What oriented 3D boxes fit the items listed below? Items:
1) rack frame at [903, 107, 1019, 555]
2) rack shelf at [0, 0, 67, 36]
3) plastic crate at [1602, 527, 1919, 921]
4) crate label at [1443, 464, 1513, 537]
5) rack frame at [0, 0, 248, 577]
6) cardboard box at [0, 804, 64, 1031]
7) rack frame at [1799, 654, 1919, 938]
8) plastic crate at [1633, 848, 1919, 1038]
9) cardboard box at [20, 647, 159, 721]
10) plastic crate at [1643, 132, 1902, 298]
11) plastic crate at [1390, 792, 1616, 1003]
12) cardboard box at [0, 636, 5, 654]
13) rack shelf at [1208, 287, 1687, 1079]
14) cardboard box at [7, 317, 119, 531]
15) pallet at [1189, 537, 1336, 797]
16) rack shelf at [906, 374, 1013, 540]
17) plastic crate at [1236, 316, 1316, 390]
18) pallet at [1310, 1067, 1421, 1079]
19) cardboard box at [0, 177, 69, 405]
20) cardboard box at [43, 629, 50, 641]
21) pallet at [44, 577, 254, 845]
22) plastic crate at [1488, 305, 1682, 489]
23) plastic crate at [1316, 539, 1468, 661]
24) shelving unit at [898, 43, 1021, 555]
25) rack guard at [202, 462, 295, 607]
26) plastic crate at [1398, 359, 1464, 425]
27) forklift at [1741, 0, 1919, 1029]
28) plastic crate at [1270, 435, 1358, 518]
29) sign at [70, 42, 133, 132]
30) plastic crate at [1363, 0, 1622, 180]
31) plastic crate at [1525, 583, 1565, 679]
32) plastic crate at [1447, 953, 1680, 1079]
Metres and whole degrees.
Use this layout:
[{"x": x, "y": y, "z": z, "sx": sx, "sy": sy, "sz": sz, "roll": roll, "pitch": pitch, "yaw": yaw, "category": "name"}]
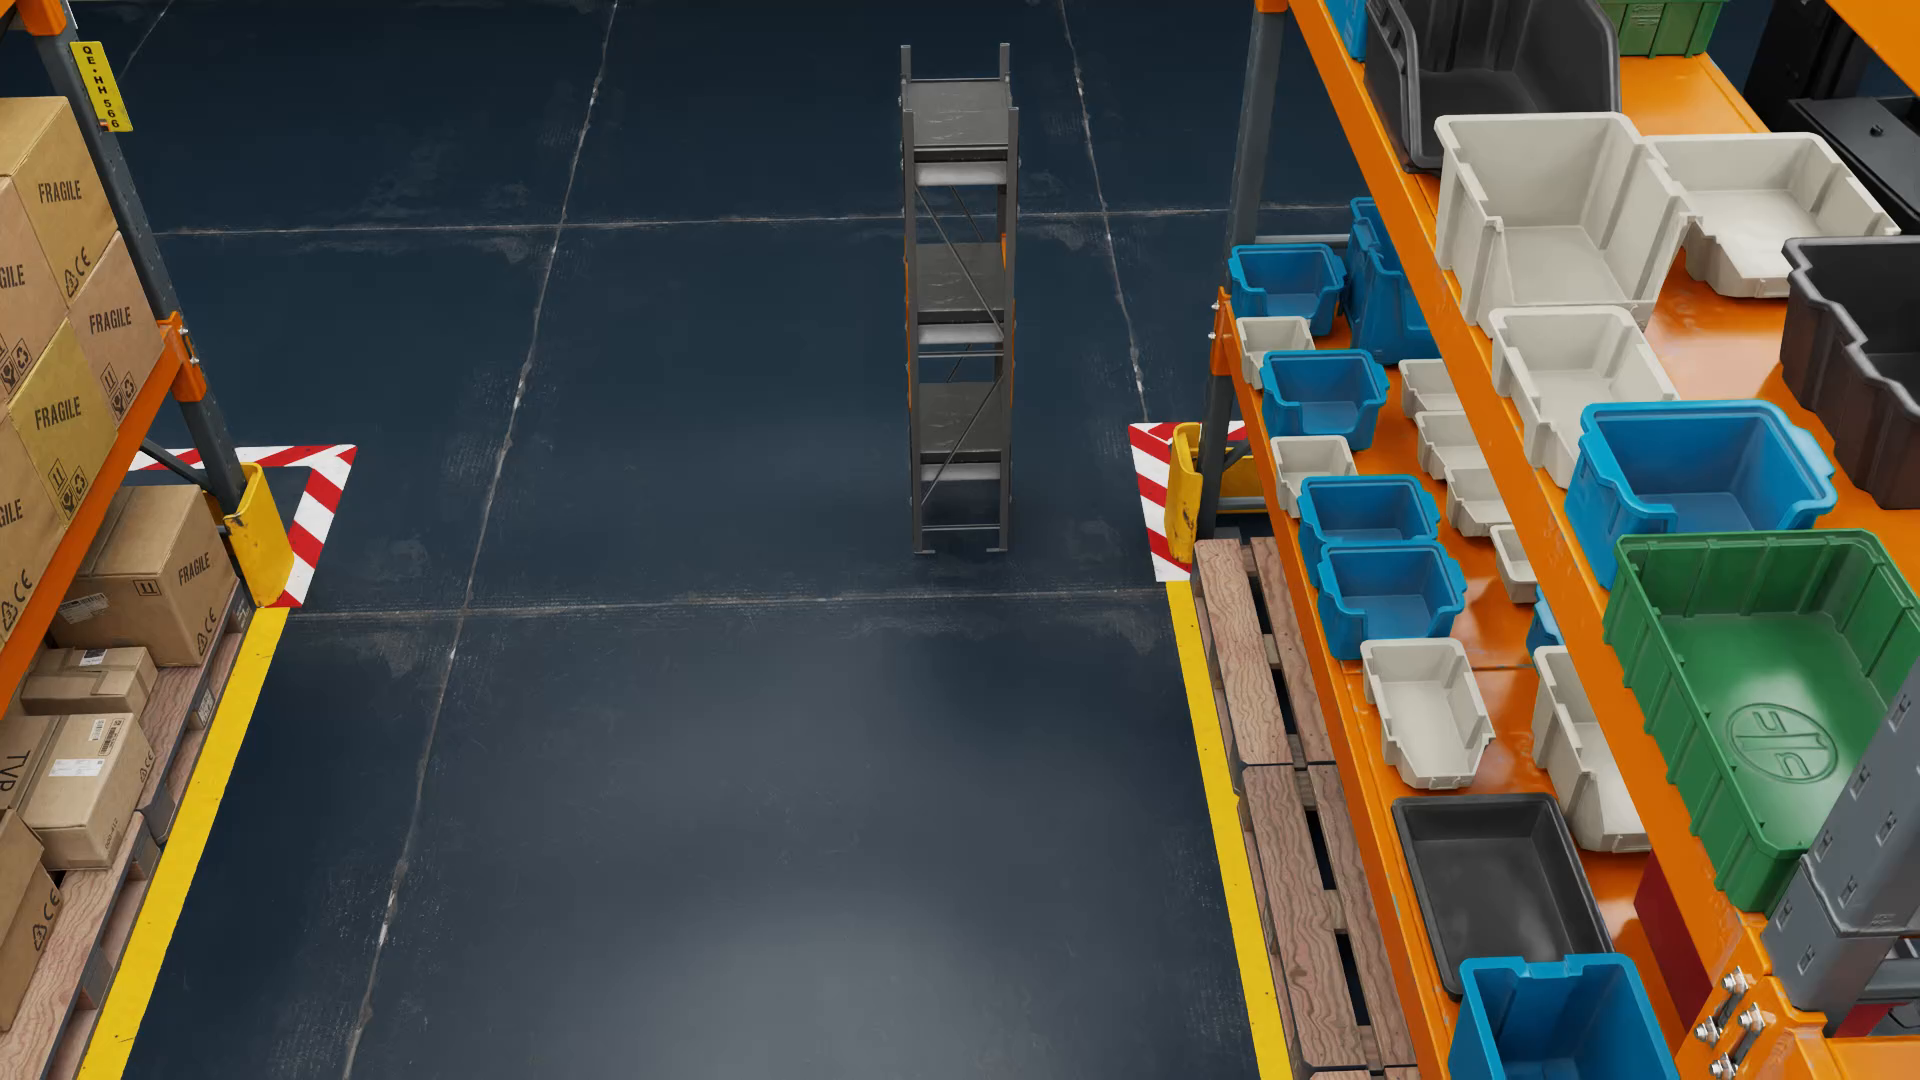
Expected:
[{"x": 0.003, "y": -0.721, "z": 6.483, "sx": 0.400, "sy": 2.100, "sz": 0.015, "roll": -2, "pitch": 43, "yaw": -2, "category": "rack frame"}, {"x": -3.361, "y": -0.469, "z": 3.854, "sx": 1.077, "sy": 0.370, "sz": 4.000, "roll": -2, "pitch": 43, "yaw": -2, "category": "rack shelf"}, {"x": 1.353, "y": 0.277, "z": 2.665, "sx": 0.450, "sy": 0.188, "sz": 0.662, "roll": -2, "pitch": 43, "yaw": -2, "category": "plastic crate"}, {"x": 1.752, "y": -0.114, "z": 5.306, "sx": 0.396, "sy": 0.136, "sz": 0.243, "roll": -2, "pitch": 43, "yaw": -2, "category": "crate label"}, {"x": -3.446, "y": -0.979, "z": 6.098, "sx": 1.000, "sy": 3.000, "sz": 0.127, "roll": -2, "pitch": 43, "yaw": -2, "category": "rack frame"}, {"x": -3.361, "y": 1.212, "z": 5.230, "sx": 0.797, "sy": 0.503, "sz": 0.637, "roll": -2, "pitch": 43, "yaw": -2, "category": "cardboard box"}, {"x": 1.673, "y": -0.629, "z": 1.277, "sx": 1.000, "sy": 3.000, "sz": 0.127, "roll": -2, "pitch": 43, "yaw": -2, "category": "rack frame"}, {"x": 1.885, "y": 0.927, "z": 3.927, "sx": 0.402, "sy": 0.464, "sz": 0.583, "roll": -2, "pitch": 43, "yaw": -2, "category": "plastic crate"}, {"x": -3.250, "y": 0.540, "z": 6.212, "sx": 0.380, "sy": 0.166, "sz": 0.250, "roll": -2, "pitch": 43, "yaw": -2, "category": "cardboard box"}, {"x": 1.838, "y": -0.739, "z": 3.811, "sx": 0.437, "sy": 0.136, "sz": 0.530, "roll": -2, "pitch": 43, "yaw": -2, "category": "plastic crate"}, {"x": 1.357, "y": 0.914, "z": 4.193, "sx": 0.437, "sy": 0.125, "sz": 0.590, "roll": -2, "pitch": 43, "yaw": -2, "category": "plastic crate"}, {"x": -3.093, "y": 0.306, "z": 4.622, "sx": 0.500, "sy": 0.500, "sz": 0.500, "roll": -2, "pitch": 43, "yaw": -2, "category": "cardboard box"}, {"x": 1.588, "y": 0.497, "z": 5.020, "sx": 1.077, "sy": 0.370, "sz": 4.000, "roll": -2, "pitch": 43, "yaw": -2, "category": "rack shelf"}, {"x": -3.130, "y": -0.371, "z": 5.360, "sx": 0.500, "sy": 0.500, "sz": 0.500, "roll": -1, "pitch": 43, "yaw": -1, "category": "cardboard box"}, {"x": 1.499, "y": 0.468, "z": 6.584, "sx": 1.003, "sy": 0.211, "sz": 1.213, "roll": -2, "pitch": 43, "yaw": -2, "category": "pallet"}, {"x": -0.007, "y": -0.360, "z": 7.145, "sx": 0.431, "sy": 0.518, "sz": 0.480, "roll": -2, "pitch": 43, "yaw": -2, "category": "rack shelf"}, {"x": 1.115, "y": -0.648, "z": 5.888, "sx": 0.250, "sy": 0.136, "sz": 0.298, "roll": -2, "pitch": 43, "yaw": -2, "category": "plastic crate"}, {"x": 1.603, "y": 2.115, "z": 4.786, "sx": 1.003, "sy": 0.211, "sz": 1.213, "roll": -2, "pitch": 43, "yaw": -2, "category": "pallet"}, {"x": -3.130, "y": -0.750, "z": 5.035, "sx": 0.500, "sy": 0.500, "sz": 0.500, "roll": -1, "pitch": 43, "yaw": -1, "category": "cardboard box"}, {"x": -3.761, "y": 0.365, "z": 6.403, "sx": 0.380, "sy": 0.166, "sz": 0.250, "roll": -2, "pitch": 43, "yaw": -2, "category": "cardboard box"}, {"x": -3.408, "y": 0.639, "z": 6.397, "sx": 1.003, "sy": 0.211, "sz": 1.213, "roll": -2, "pitch": 43, "yaw": -2, "category": "pallet"}, {"x": 1.238, "y": -0.274, "z": 3.304, "sx": 0.293, "sy": 0.136, "sz": 0.466, "roll": -2, "pitch": 43, "yaw": -2, "category": "plastic crate"}, {"x": 1.253, "y": 0.189, "z": 4.903, "sx": 0.416, "sy": 0.233, "sz": 0.300, "roll": -2, "pitch": 43, "yaw": -2, "category": "plastic crate"}, {"x": -0.007, "y": -0.886, "z": 6.662, "sx": 0.431, "sy": 2.100, "sz": 0.503, "roll": -2, "pitch": 43, "yaw": -2, "category": "shelving unit"}, {"x": -3.443, "y": -0.006, "z": 6.886, "sx": 1.175, "sy": 0.500, "sz": 0.348, "roll": -2, "pitch": 43, "yaw": -2, "category": "rack guard"}, {"x": 1.718, "y": -0.498, "z": 5.724, "sx": 0.396, "sy": 0.136, "sz": 0.243, "roll": -2, "pitch": 43, "yaw": -2, "category": "plastic crate"}, {"x": 3.076, "y": -0.423, "z": 5.543, "sx": 1.130, "sy": 2.935, "sz": 3.031, "roll": -6, "pitch": 43, "yaw": -6, "category": "forklift"}, {"x": 1.144, "y": -0.190, "z": 5.388, "sx": 0.250, "sy": 0.136, "sz": 0.298, "roll": -2, "pitch": 43, "yaw": -2, "category": "plastic crate"}, {"x": -2.891, "y": -1.524, "z": 5.602, "sx": 0.100, "sy": 0.325, "sz": 0.005, "roll": -2, "pitch": 43, "yaw": -2, "category": "sign"}, {"x": 1.293, "y": -1.162, "z": 4.124, "sx": 0.504, "sy": 0.338, "sz": 0.767, "roll": -2, "pitch": 43, "yaw": -2, "category": "plastic crate"}, {"x": 1.846, "y": 0.301, "z": 4.782, "sx": 0.416, "sy": 0.233, "sz": 0.300, "roll": -2, "pitch": 43, "yaw": -2, "category": "plastic crate"}, {"x": 1.312, "y": 1.261, "z": 3.622, "sx": 0.392, "sy": 0.384, "sz": 0.575, "roll": -2, "pitch": 43, "yaw": -2, "category": "plastic crate"}]
